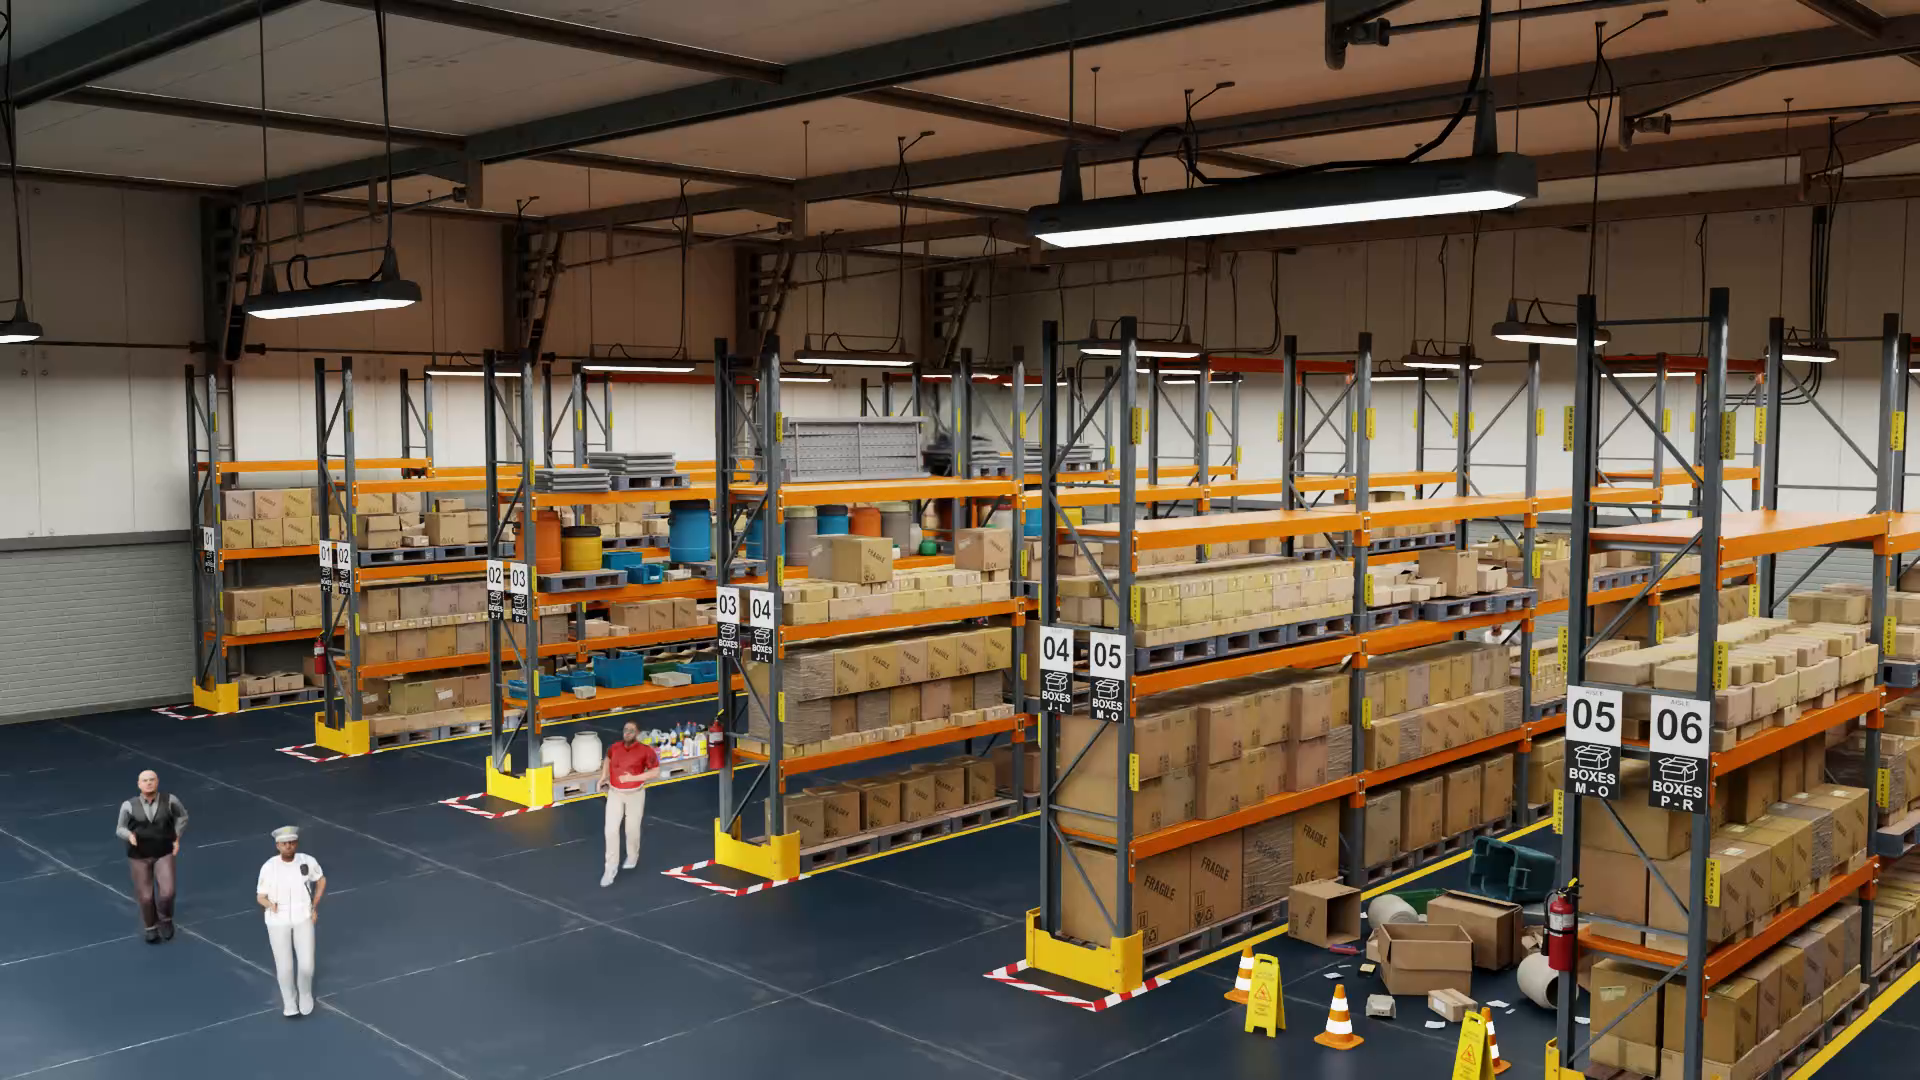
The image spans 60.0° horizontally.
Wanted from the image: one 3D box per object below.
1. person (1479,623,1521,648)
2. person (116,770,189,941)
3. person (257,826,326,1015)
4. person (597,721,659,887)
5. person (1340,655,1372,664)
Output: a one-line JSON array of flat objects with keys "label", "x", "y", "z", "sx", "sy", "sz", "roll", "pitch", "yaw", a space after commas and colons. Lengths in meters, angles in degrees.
[{"label": "person", "x": 9.065, "y": 2.136, "z": 28.063, "sx": 0.717, "sy": 1.750, "sz": 0.551, "roll": 3, "pitch": 5, "yaw": 34}, {"label": "person", "x": -7.815, "y": 3.079, "z": 16.110, "sx": 0.638, "sy": 1.686, "sz": 0.638, "roll": -2, "pitch": 5, "yaw": -24}, {"label": "person", "x": -5.660, "y": 3.246, "z": 14.104, "sx": 0.554, "sy": 1.665, "sz": 0.611, "roll": -2, "pitch": 5, "yaw": -22}, {"label": "person", "x": -3.686, "y": 2.900, "z": 18.492, "sx": 0.710, "sy": 1.781, "sz": 0.826, "roll": 0, "pitch": 4, "yaw": 0}, {"label": "person", "x": 6.003, "y": 2.375, "z": 25.076, "sx": 1.057, "sy": 1.805, "sz": 0.660, "roll": -4, "pitch": 6, "yaw": -43}]
